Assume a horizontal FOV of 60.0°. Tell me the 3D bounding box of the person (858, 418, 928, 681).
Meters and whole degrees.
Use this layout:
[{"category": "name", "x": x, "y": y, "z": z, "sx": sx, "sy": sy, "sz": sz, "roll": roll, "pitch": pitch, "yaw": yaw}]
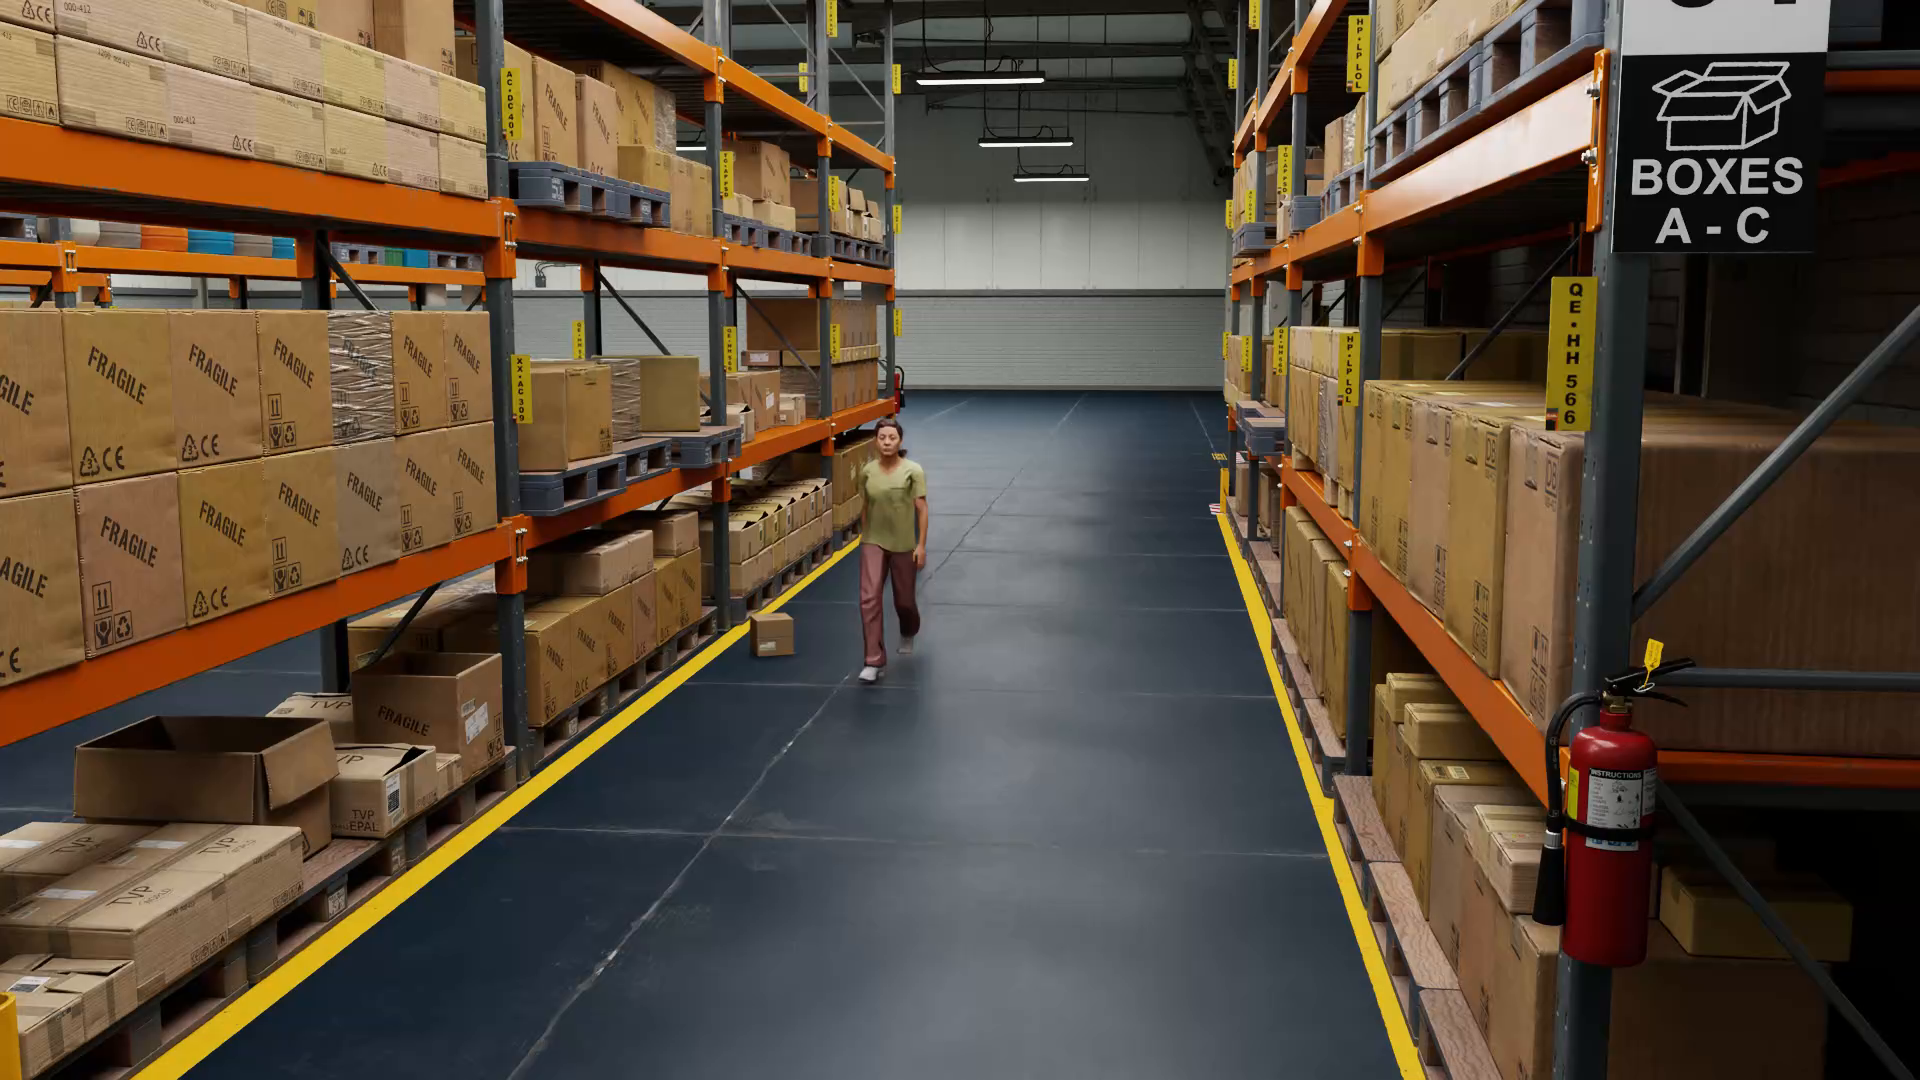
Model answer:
[{"category": "person", "x": -0.417, "y": 0.030, "z": 10.628, "sx": 0.451, "sy": 1.619, "sz": 0.961, "roll": 1, "pitch": 8, "yaw": 9}]
